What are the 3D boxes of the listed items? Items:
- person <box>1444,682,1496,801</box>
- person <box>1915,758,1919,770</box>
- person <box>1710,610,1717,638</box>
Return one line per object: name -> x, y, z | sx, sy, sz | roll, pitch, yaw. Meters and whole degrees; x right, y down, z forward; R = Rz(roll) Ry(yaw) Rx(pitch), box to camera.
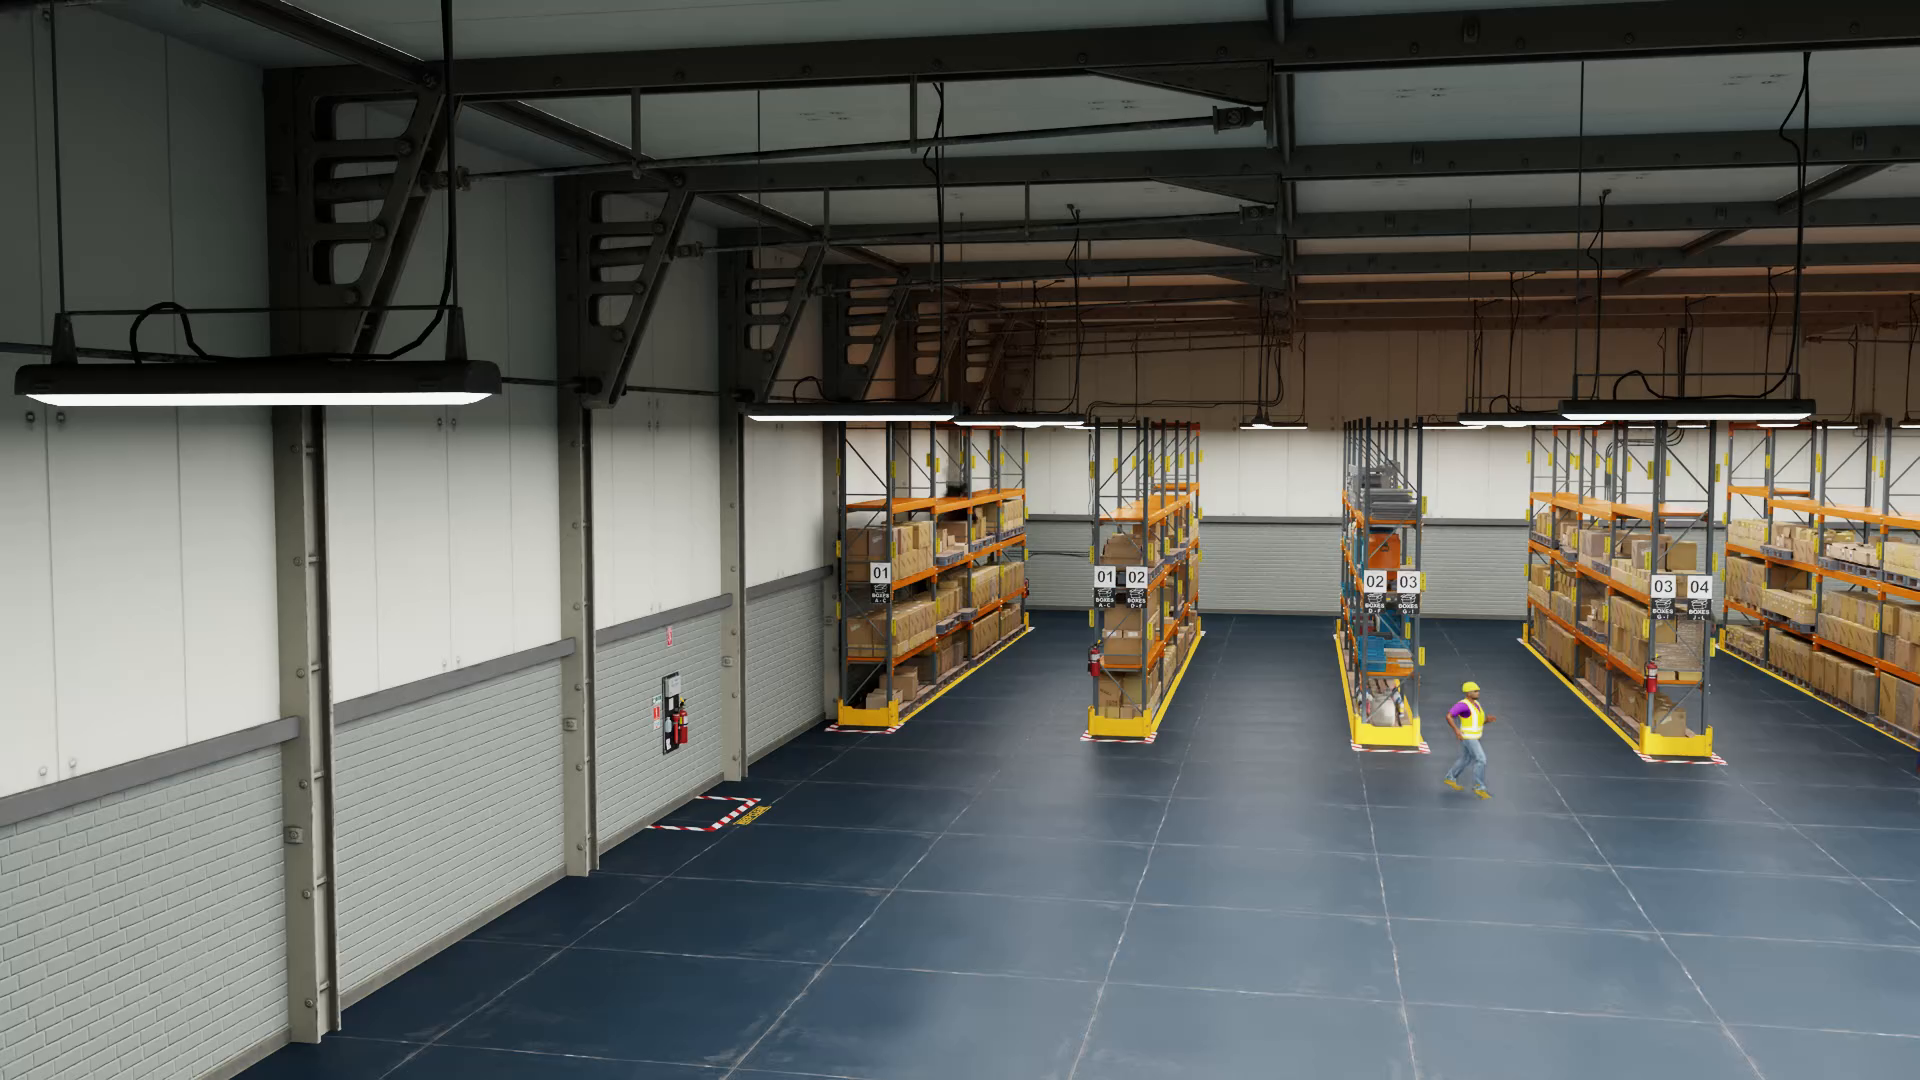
person -> 8.006, 3.136, 26.102 | 0.812, 1.819, 0.677 | 2, 4, 33
person -> 16.453, 3.119, 27.820 | 0.661, 1.635, 0.635 | -2, 4, -22
person -> 18.493, 2.290, 41.317 | 0.568, 1.564, 0.664 | 1, 4, 9
